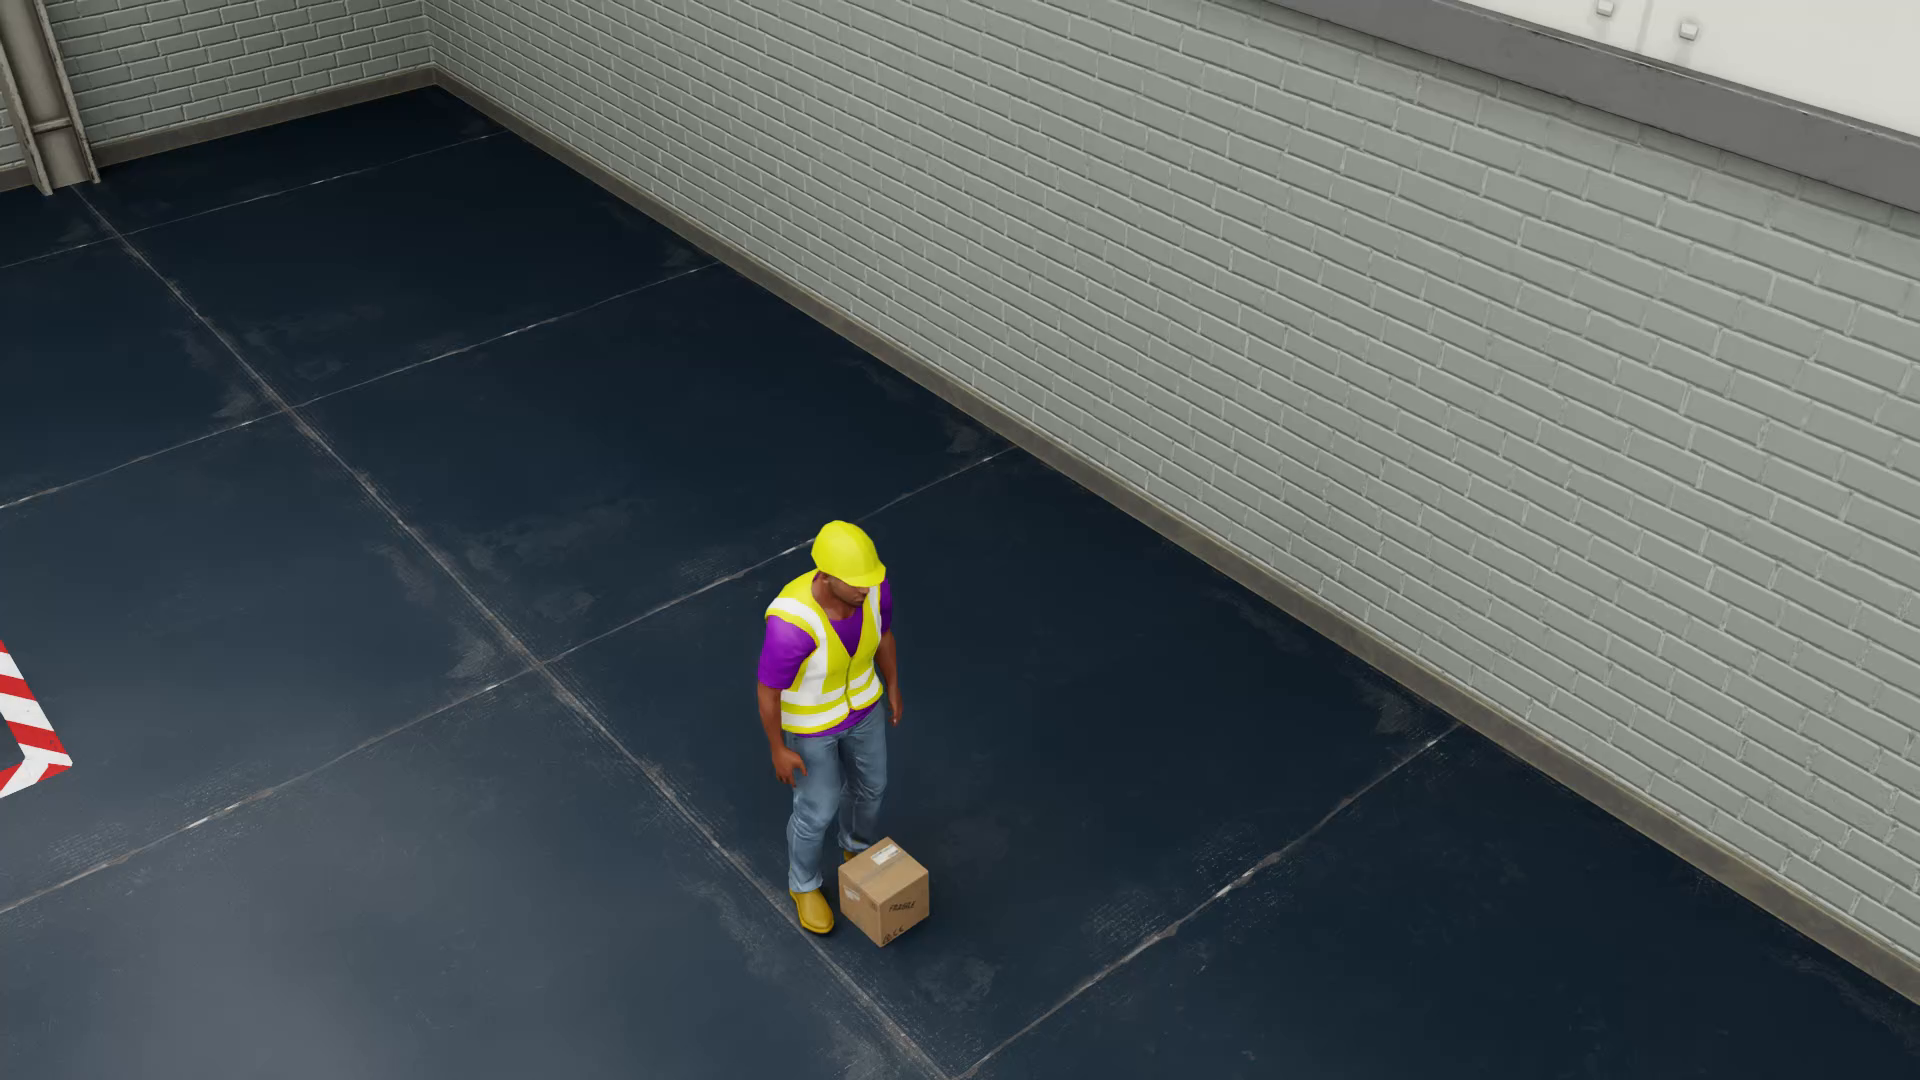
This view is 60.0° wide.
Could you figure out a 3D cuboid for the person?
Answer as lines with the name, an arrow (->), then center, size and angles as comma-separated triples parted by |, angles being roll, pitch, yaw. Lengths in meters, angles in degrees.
person -> -0.451, 0.653, 6.155 | 0.621, 1.759, 0.459 | -28, 44, -33
